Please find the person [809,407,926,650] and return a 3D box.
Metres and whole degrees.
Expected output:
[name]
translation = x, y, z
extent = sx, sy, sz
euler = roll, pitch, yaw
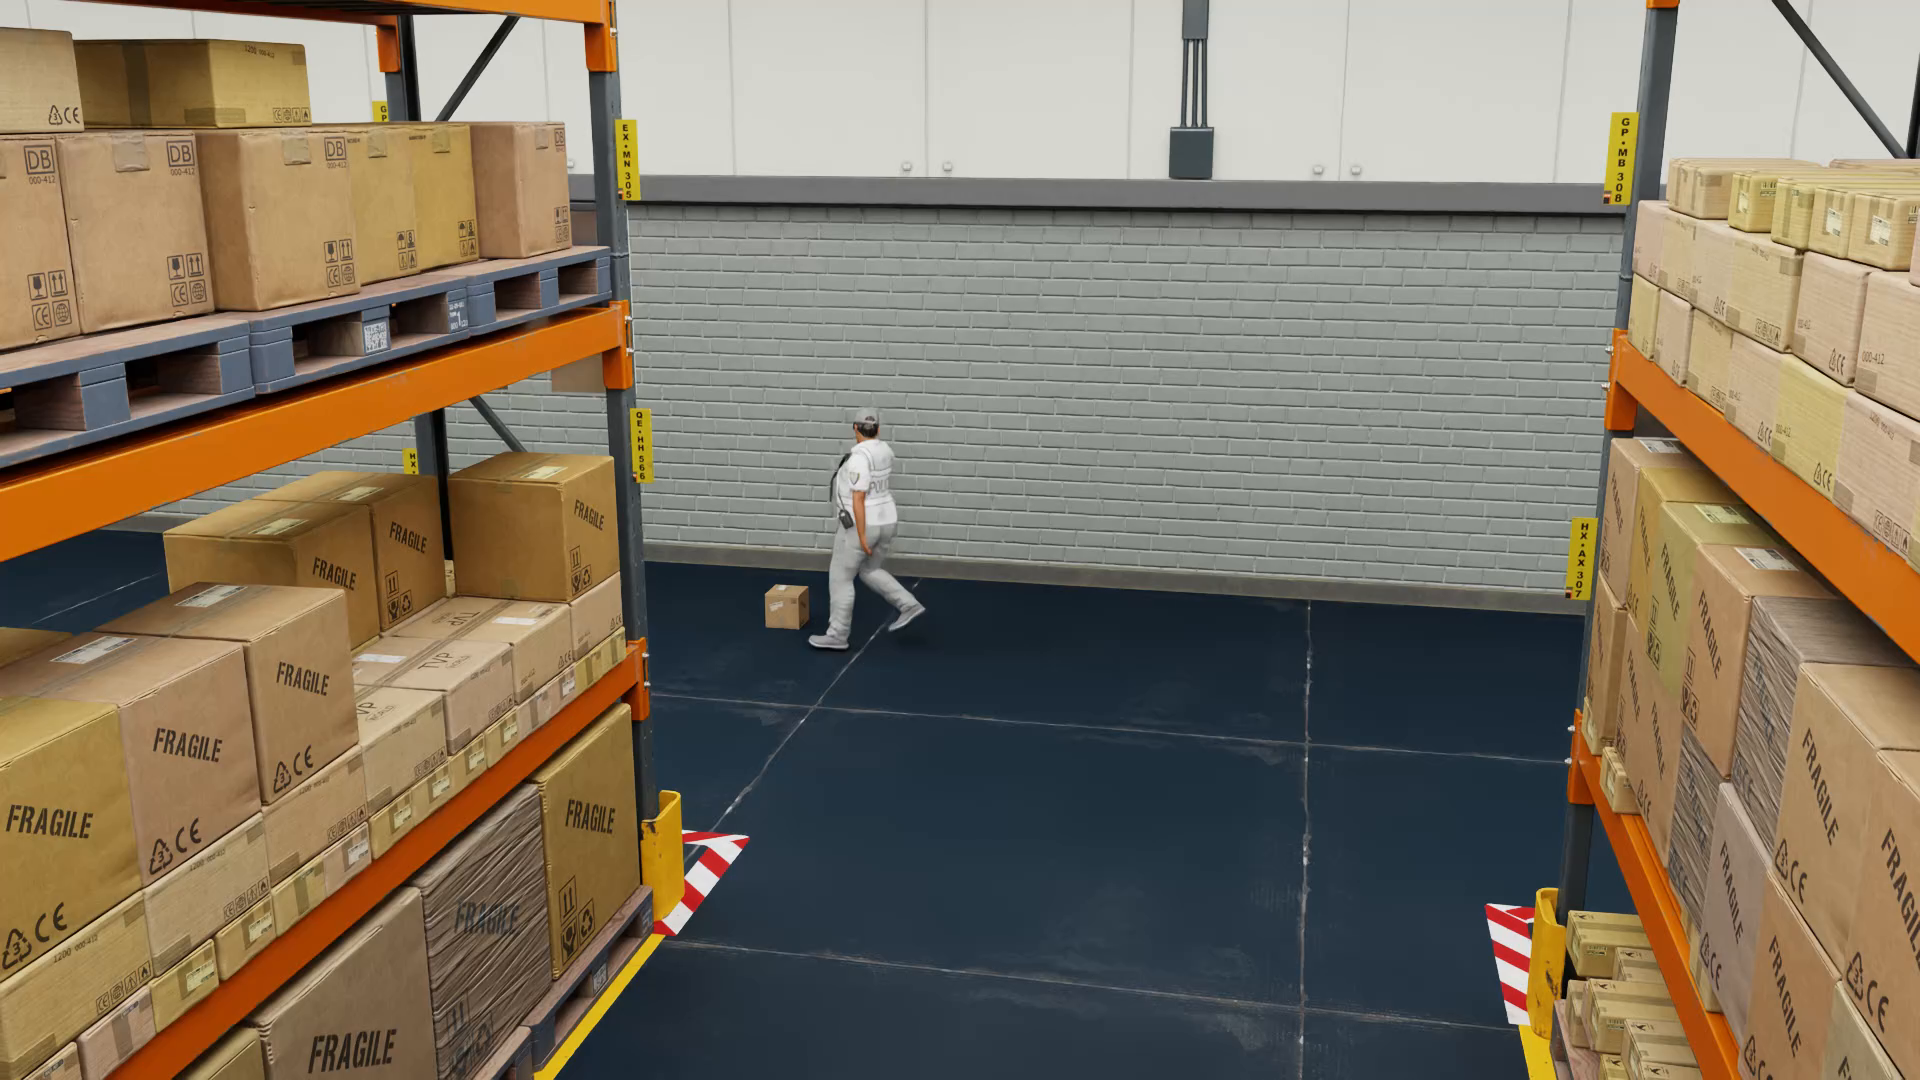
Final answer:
[person]
translation = -0.635, -0.078, 11.321
extent = 0.691, 1.627, 0.550
euler = 8, 17, 27
